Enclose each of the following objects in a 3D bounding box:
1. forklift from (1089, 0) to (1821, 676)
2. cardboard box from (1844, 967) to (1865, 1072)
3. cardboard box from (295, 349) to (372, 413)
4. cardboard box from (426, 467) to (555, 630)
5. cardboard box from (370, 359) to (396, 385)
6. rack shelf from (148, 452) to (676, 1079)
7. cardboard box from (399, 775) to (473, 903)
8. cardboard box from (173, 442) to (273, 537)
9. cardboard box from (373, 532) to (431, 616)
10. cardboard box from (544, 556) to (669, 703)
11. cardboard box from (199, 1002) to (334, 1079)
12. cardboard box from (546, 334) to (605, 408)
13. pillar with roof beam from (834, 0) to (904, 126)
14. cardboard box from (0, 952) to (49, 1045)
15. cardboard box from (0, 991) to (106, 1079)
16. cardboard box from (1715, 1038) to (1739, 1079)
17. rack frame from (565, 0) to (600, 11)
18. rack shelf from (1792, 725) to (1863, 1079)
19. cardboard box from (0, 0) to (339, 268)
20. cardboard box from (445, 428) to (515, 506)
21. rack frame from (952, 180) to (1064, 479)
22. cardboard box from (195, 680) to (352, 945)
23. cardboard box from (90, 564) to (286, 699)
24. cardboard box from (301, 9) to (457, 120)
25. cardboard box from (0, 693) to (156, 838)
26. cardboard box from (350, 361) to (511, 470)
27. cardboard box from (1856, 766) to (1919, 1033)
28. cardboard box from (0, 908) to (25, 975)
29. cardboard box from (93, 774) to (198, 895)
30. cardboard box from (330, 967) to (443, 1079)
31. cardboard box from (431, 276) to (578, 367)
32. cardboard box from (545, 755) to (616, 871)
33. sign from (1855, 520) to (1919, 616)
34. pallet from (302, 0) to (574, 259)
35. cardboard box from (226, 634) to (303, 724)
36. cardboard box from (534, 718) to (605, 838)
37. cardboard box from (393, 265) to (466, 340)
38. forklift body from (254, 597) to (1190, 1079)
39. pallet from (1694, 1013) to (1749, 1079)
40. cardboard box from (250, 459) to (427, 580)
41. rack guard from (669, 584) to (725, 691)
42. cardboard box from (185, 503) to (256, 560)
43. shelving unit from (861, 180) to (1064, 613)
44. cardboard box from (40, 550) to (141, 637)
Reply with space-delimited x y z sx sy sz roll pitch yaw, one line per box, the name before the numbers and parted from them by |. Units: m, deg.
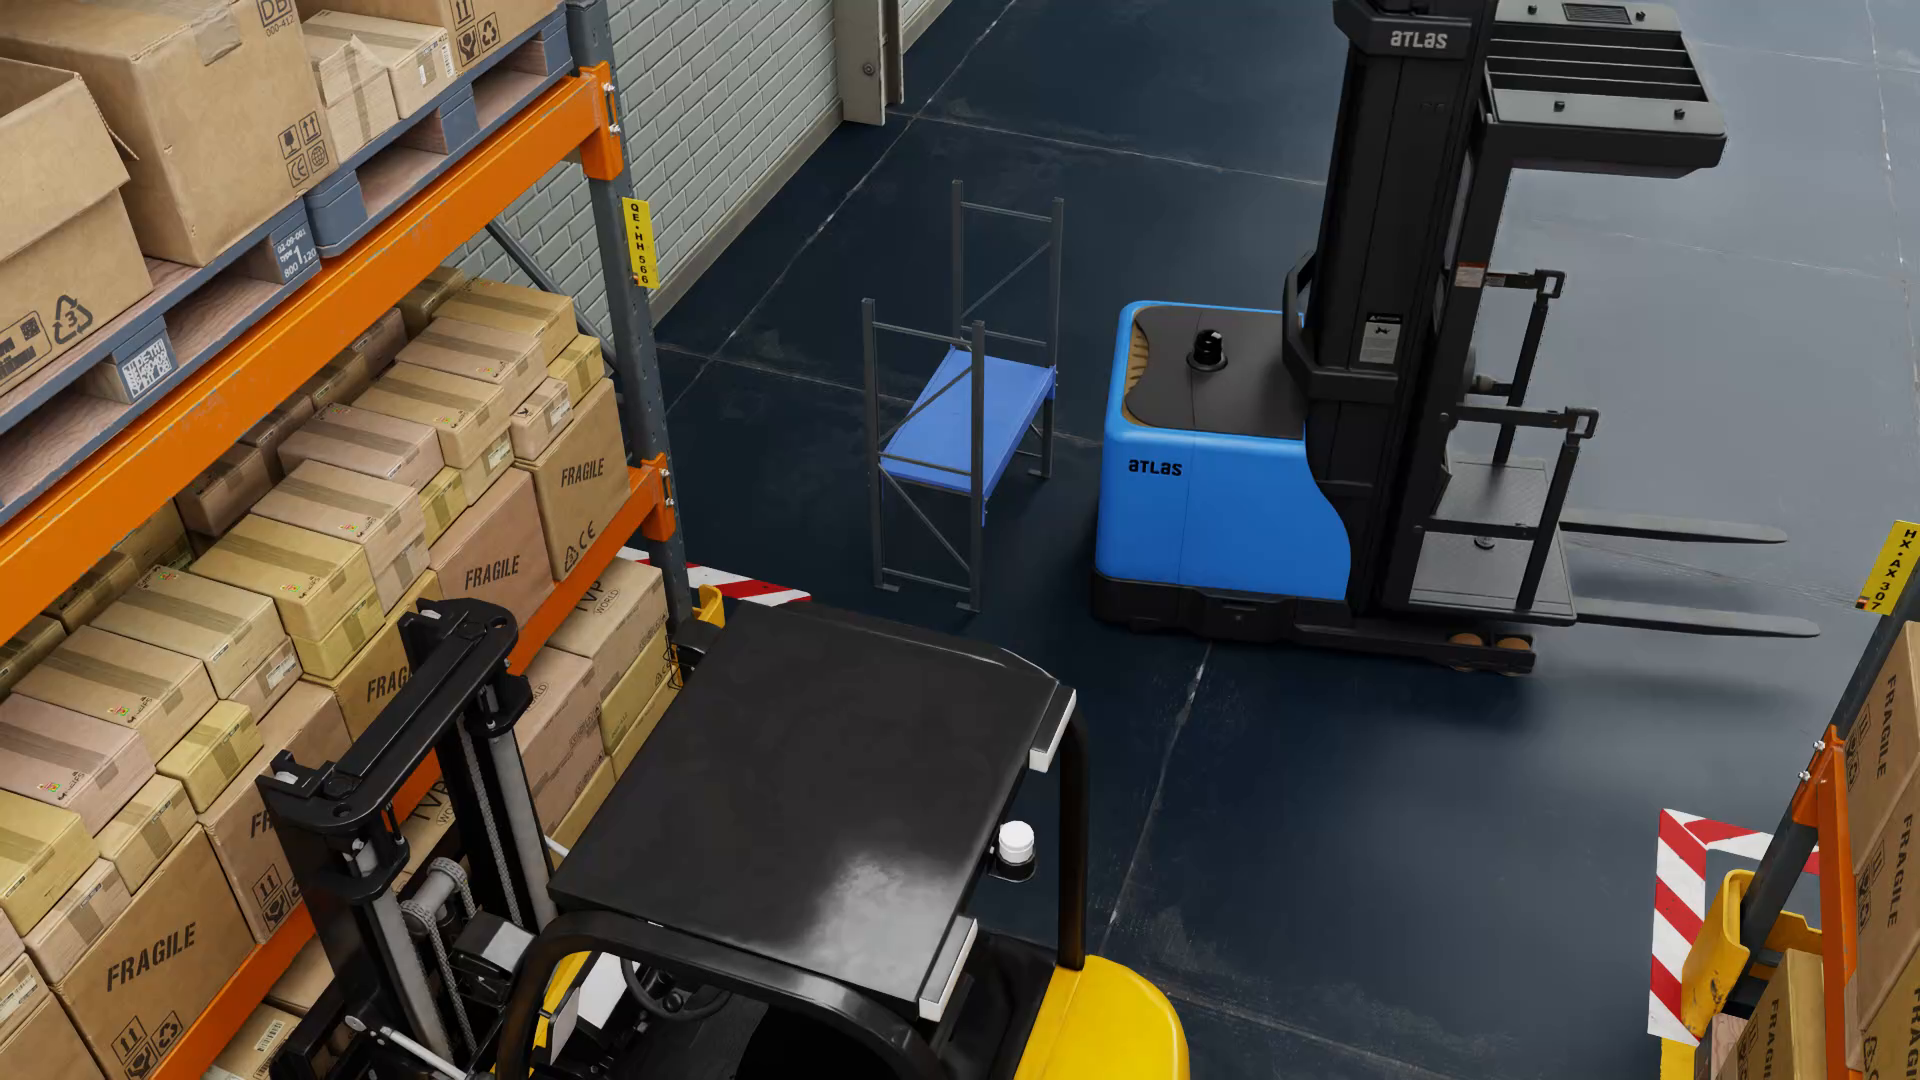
forklift | 2.124 -0.911 6.513 3.031 2.935 1.130 5 41 6
cardboard box | 2.431 1.232 4.142 0.380 0.149 0.250 14 42 16
cardboard box | -2.068 -0.494 5.165 0.380 0.149 0.250 14 42 16
cardboard box | -1.662 0.065 5.239 0.500 0.500 0.500 15 43 16
cardboard box | -1.938 -0.540 5.449 0.380 0.149 0.250 13 42 15
rack shelf | -2.238 0.924 4.864 1.077 0.370 4.000 13 42 15
cardboard box | -1.751 0.909 5.351 0.500 0.250 0.500 14 42 16
cardboard box | -2.233 -0.180 4.797 0.380 0.149 0.250 15 43 16
cardboard box | -1.757 0.049 4.759 0.380 0.149 0.250 12 42 14
cardboard box | -1.418 0.287 6.081 0.500 0.250 0.500 15 43 17
cardboard box | -2.118 1.535 4.618 0.500 0.250 0.500 15 43 17
cardboard box | -1.409 -0.581 5.496 0.380 0.149 0.250 14 42 16
pillar with roof beam | 3.458 -5.331 7.019 9.100 9.000 0.400 13 42 15
cardboard box | -2.261 0.992 3.653 0.380 0.149 0.250 14 42 16
cardboard box | -2.362 1.298 3.794 0.500 0.500 0.500 14 42 16
cardboard box | 2.576 1.847 5.023 0.500 0.250 0.500 13 42 15
rack frame | -1.554 -2.852 4.113 1.000 3.000 0.127 13 42 15
rack shelf | 2.428 2.023 3.575 1.077 0.370 4.000 13 42 15
cardboard box | -1.920 -1.020 3.799 0.700 0.500 0.500 14 42 15
cardboard box | -1.615 -0.273 5.136 0.380 0.149 0.250 14 42 16
rack frame | 0.203 -0.933 7.641 0.500 1.500 0.032 13 42 15
cardboard box | -1.998 0.687 4.510 0.500 0.500 0.500 14 42 15
cardboard box | -1.997 0.235 4.311 0.380 0.149 0.250 14 42 16
cardboard box | -1.552 -1.240 4.328 0.380 0.149 0.250 12 42 14
cardboard box | -2.168 0.540 3.953 0.380 0.149 0.250 13 42 15
cardboard box | -1.597 -0.379 5.031 0.380 0.149 0.250 14 42 16
cardboard box | 2.515 0.923 4.005 0.500 0.500 0.500 15 43 16
cardboard box | -2.266 0.872 3.564 0.380 0.149 0.250 14 42 16
cardboard box | -2.101 0.675 4.024 0.380 0.149 0.250 12 42 14
cardboard box | -1.939 1.420 5.138 0.500 0.250 0.500 13 42 15
cardboard box | -1.478 -0.702 5.410 0.380 0.149 0.250 13 42 15
cardboard box | -1.597 0.975 6.045 0.500 0.250 0.500 13 42 15
sign | 2.602 0.080 4.631 0.100 0.325 0.005 13 42 15
pallet | -1.820 -1.251 4.616 1.003 0.211 1.213 13 42 15
cardboard box | -1.995 0.339 4.418 0.380 0.149 0.250 13 42 15
cardboard box | -1.608 0.796 5.869 0.500 0.250 0.500 13 42 15
cardboard box | -1.869 -0.810 5.536 0.380 0.149 0.250 13 42 14
forklift body | -0.488 1.315 4.505 2.313 2.155 1.214 13 42 15
pallet | 2.775 2.125 5.051 1.003 0.211 1.213 13 42 15
cardboard box | -1.737 -0.060 4.657 0.380 0.149 0.250 14 43 16
rack guard | -1.546 0.367 6.888 1.175 0.500 0.348 13 42 15
cardboard box | -2.331 -0.101 4.934 0.380 0.149 0.250 14 42 15
shelving unit | 0.029 -0.623 7.278 0.538 1.500 1.048 13 42 15
cardboard box | -2.425 0.127 4.438 0.380 0.149 0.250 13 42 15
